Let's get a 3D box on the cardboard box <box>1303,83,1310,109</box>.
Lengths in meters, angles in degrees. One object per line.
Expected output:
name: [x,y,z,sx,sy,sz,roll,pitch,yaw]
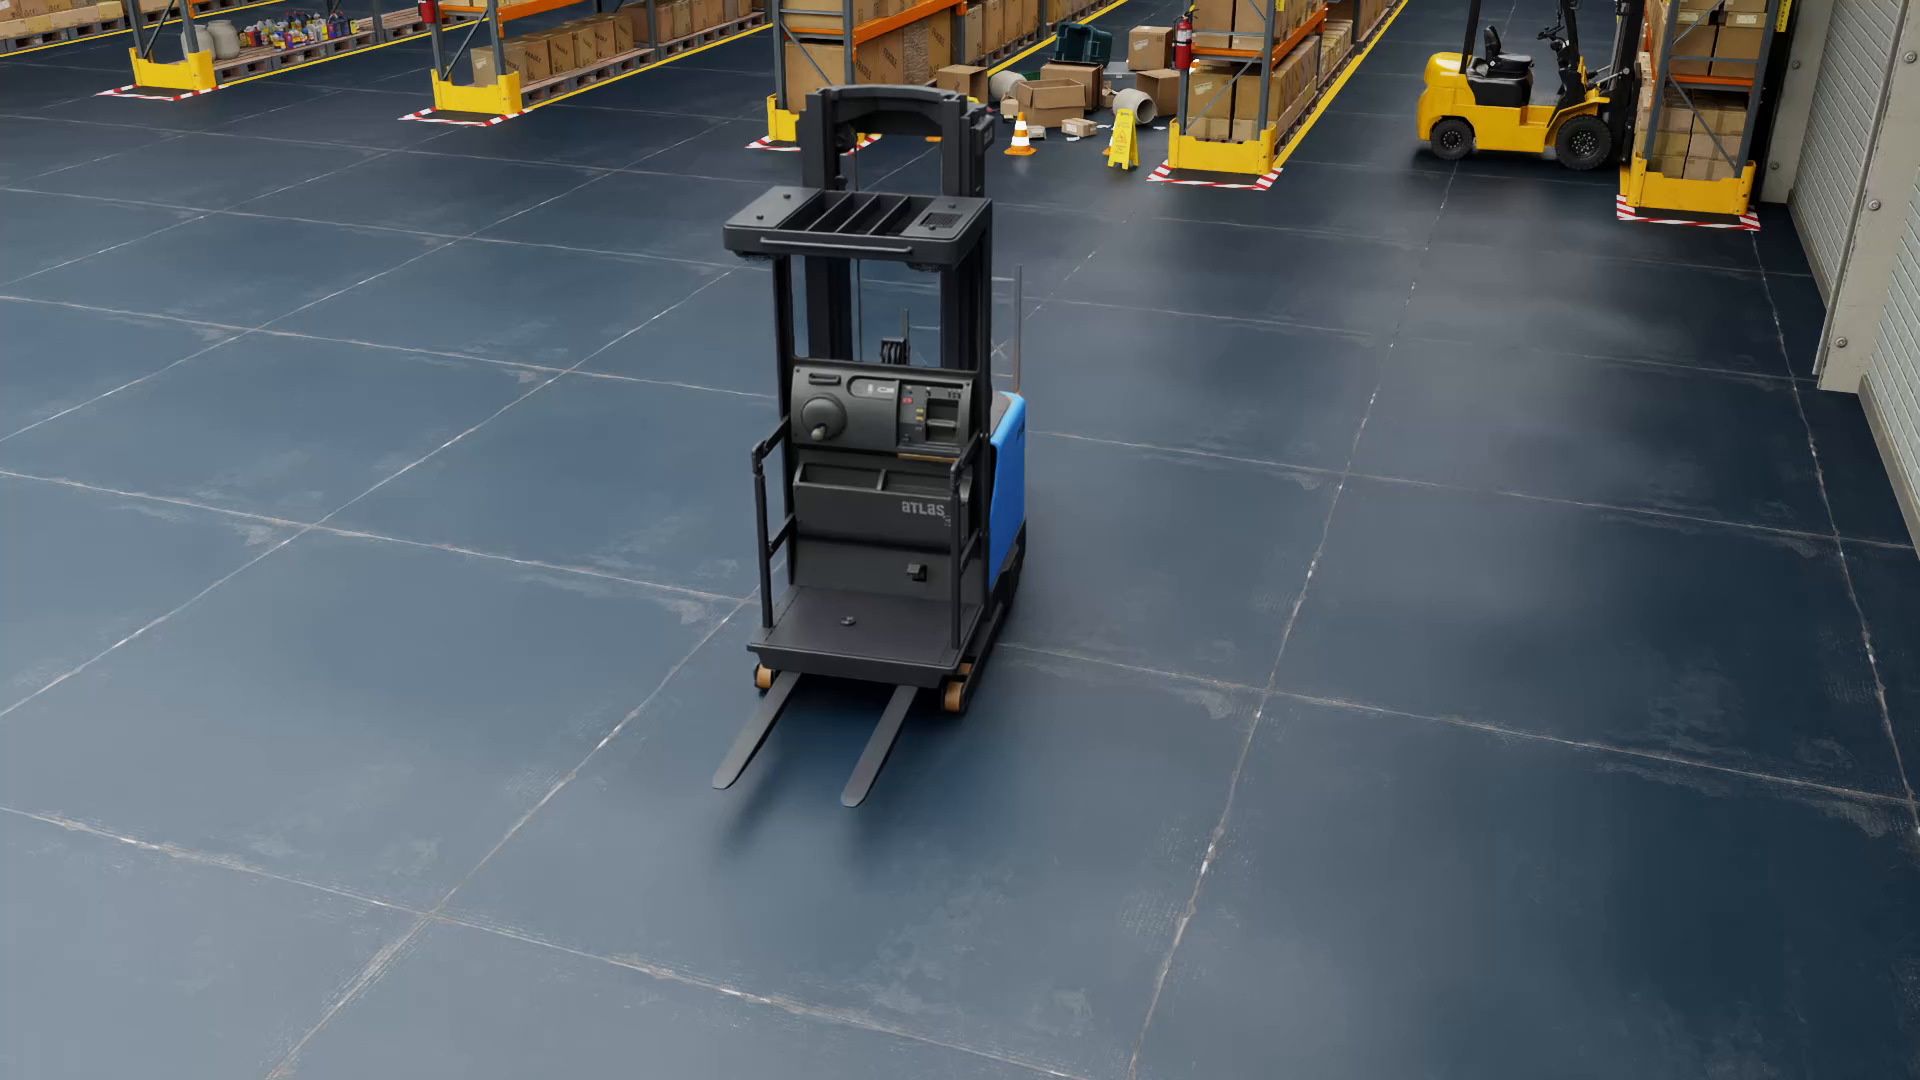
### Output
cardboard box: [4.172,-5.676,21.204,0.500,0.250,0.500,8,27,16]

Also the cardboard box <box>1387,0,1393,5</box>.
cardboard box: [7.256,-9.793,29.492,0.875,0.438,0.875,8,27,17]

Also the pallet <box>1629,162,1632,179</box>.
pallet: [7.849,-3.930,18.125,1.003,0.211,1.213,9,27,17]

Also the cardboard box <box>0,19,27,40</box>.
cardboard box: [-15.015,-8.009,26.023,0.500,0.250,0.500,9,27,17]

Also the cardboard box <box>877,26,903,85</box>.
cardboard box: [-1.295,-6.142,21.450,0.875,0.875,0.875,8,27,17]

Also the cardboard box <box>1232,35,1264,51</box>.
cardboard box: [3.261,-5.580,18.620,0.380,0.149,0.250,9,27,18]

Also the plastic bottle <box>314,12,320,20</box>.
plastic bottle: [-10.252,-8.285,26.545,0.097,0.271,0.097,0,26,0]

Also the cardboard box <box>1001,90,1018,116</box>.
cardboard box: [0.747,-5.699,21.716,0.396,0.266,0.258,14,29,26]

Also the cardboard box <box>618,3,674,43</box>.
cardboard box: [-4.837,-7.986,25.666,0.700,0.500,0.500,7,27,13]

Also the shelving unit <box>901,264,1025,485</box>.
shelving unit: [0.025,-0.851,10.287,0.587,1.500,1.083,6,26,12]

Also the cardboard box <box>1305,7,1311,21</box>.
cardboard box: [4.129,-6.519,20.561,0.380,0.149,0.250,8,27,17]

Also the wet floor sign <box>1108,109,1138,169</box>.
wet floor sign: [1.880,-4.600,19.011,0.267,0.644,0.232,20,32,35]

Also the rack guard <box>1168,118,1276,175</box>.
rack guard: [2.978,-4.489,18.948,1.175,0.500,0.348,9,27,17]

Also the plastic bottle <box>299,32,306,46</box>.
plastic bottle: [-9.986,-7.600,25.210,0.097,0.201,0.097,0,26,0]

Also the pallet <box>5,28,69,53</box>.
pallet: [-15.111,-8.023,26.579,1.003,0.211,1.213,9,27,17]

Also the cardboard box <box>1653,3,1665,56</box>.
cardboard box: [7.902,-5.573,18.203,0.500,0.500,0.500,8,27,16]

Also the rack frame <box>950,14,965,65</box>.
rack frame: [-0.418,-7.903,23.131,1.000,3.000,0.127,9,27,17]

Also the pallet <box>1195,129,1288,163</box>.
pallet: [3.281,-4.688,19.690,1.003,0.211,1.213,9,27,17]

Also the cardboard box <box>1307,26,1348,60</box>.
cardboard box: [5.179,-7.342,24.505,0.950,0.372,0.625,8,27,16]

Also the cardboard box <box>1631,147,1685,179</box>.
cardboard box: [7.493,-4.055,17.857,0.500,0.250,0.500,9,27,18]

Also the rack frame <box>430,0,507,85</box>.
rack frame: [-6.393,-7.020,21.307,1.000,3.000,0.127,9,27,17]

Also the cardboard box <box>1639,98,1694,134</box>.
cardboard box: [7.494,-4.501,17.630,0.500,0.250,0.500,10,27,19]

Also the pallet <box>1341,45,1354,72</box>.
pallet: [5.353,-7.295,25.074,1.003,0.211,1.213,9,27,17]

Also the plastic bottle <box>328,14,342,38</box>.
plastic bottle: [-9.739,-8.003,25.871,0.144,0.351,0.185,7,27,15]

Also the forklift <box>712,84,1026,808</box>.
forklift: [-0.443,-0.620,8.167,1.130,2.935,3.031,6,26,12]

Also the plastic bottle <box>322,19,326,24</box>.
plastic bottle: [-9.887,-7.980,25.911,0.152,0.276,0.135,9,27,17]

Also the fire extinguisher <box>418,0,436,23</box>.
fire extinguisher: [-6.865,-7.005,21.365,0.296,0.674,0.183,9,27,17]

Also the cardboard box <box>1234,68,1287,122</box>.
cardboard box: [3.489,-5.173,19.305,0.500,0.500,0.500,8,27,16]

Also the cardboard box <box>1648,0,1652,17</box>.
cardboard box: [8.887,-6.686,20.789,0.500,0.250,0.500,9,27,19]

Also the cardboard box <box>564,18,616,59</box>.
cardboard box: [-5.416,-7.333,24.339,0.500,0.500,0.500,19,32,34]

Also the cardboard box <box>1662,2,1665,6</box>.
cardboard box: [7.889,-5.916,18.167,0.380,0.149,0.250,9,27,18]

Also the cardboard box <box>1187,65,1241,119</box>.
cardboard box: [2.973,-5.239,19.441,0.500,0.500,0.500,9,27,18]

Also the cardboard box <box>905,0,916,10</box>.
cardboard box: [-1.064,-7.151,21.405,0.875,0.550,0.500,9,27,17]

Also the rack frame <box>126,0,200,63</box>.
rack frame: [-11.063,-7.738,22.791,1.000,3.000,0.127,9,27,17]

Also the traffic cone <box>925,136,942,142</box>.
traffic cone: [-0.233,-5.130,20.314,0.336,0.463,0.334,9,27,17]

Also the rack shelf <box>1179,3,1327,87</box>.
rack shelf: [3.618,-6.081,20.193,1.077,0.370,4.000,9,27,17]

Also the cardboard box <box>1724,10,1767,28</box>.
cardboard box: [7.992,-5.304,16.903,0.380,0.149,0.250,8,27,16]

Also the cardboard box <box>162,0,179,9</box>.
cardboard box: [-13.863,-9.393,28.882,0.500,0.250,0.500,9,27,19]

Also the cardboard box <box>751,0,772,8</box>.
cardboard box: [-3.481,-9.821,29.048,1.225,0.875,0.875,7,27,15]

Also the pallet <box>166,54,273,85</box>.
pallet: [-10.807,-6.854,24.165,1.003,0.211,1.213,9,27,17]

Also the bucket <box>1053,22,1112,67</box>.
bucket: [1.711,-6.724,22.707,0.726,0.611,0.620,20,22,35]

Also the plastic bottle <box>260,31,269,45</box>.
plastic bottle: [-10.586,-7.641,25.297,0.097,0.201,0.097,0,26,0]

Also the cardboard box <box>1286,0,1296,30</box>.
cardboard box: [3.541,-6.130,19.012,0.500,0.500,0.500,10,27,19]

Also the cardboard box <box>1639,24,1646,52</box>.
cardboard box: [9.866,-6.749,22.989,0.875,0.625,0.625,10,27,19]

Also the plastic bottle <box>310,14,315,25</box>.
plastic bottle: [-10.233,-8.138,26.229,0.061,0.283,0.133,9,27,17]

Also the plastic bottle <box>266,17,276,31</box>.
plastic bottle: [-10.597,-7.864,25.585,0.144,0.351,0.185,9,27,17]

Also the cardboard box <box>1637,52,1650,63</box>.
cardboard box: [8.509,-5.757,20.224,0.500,0.250,0.500,8,27,17]

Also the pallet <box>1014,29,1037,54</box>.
pallet: [0.580,-7.979,26.487,1.003,0.211,1.213,9,27,17]

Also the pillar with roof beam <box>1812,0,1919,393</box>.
pillar with roof beam: [2.660,-5.879,12.066,9.100,9.000,0.400,9,27,17]
